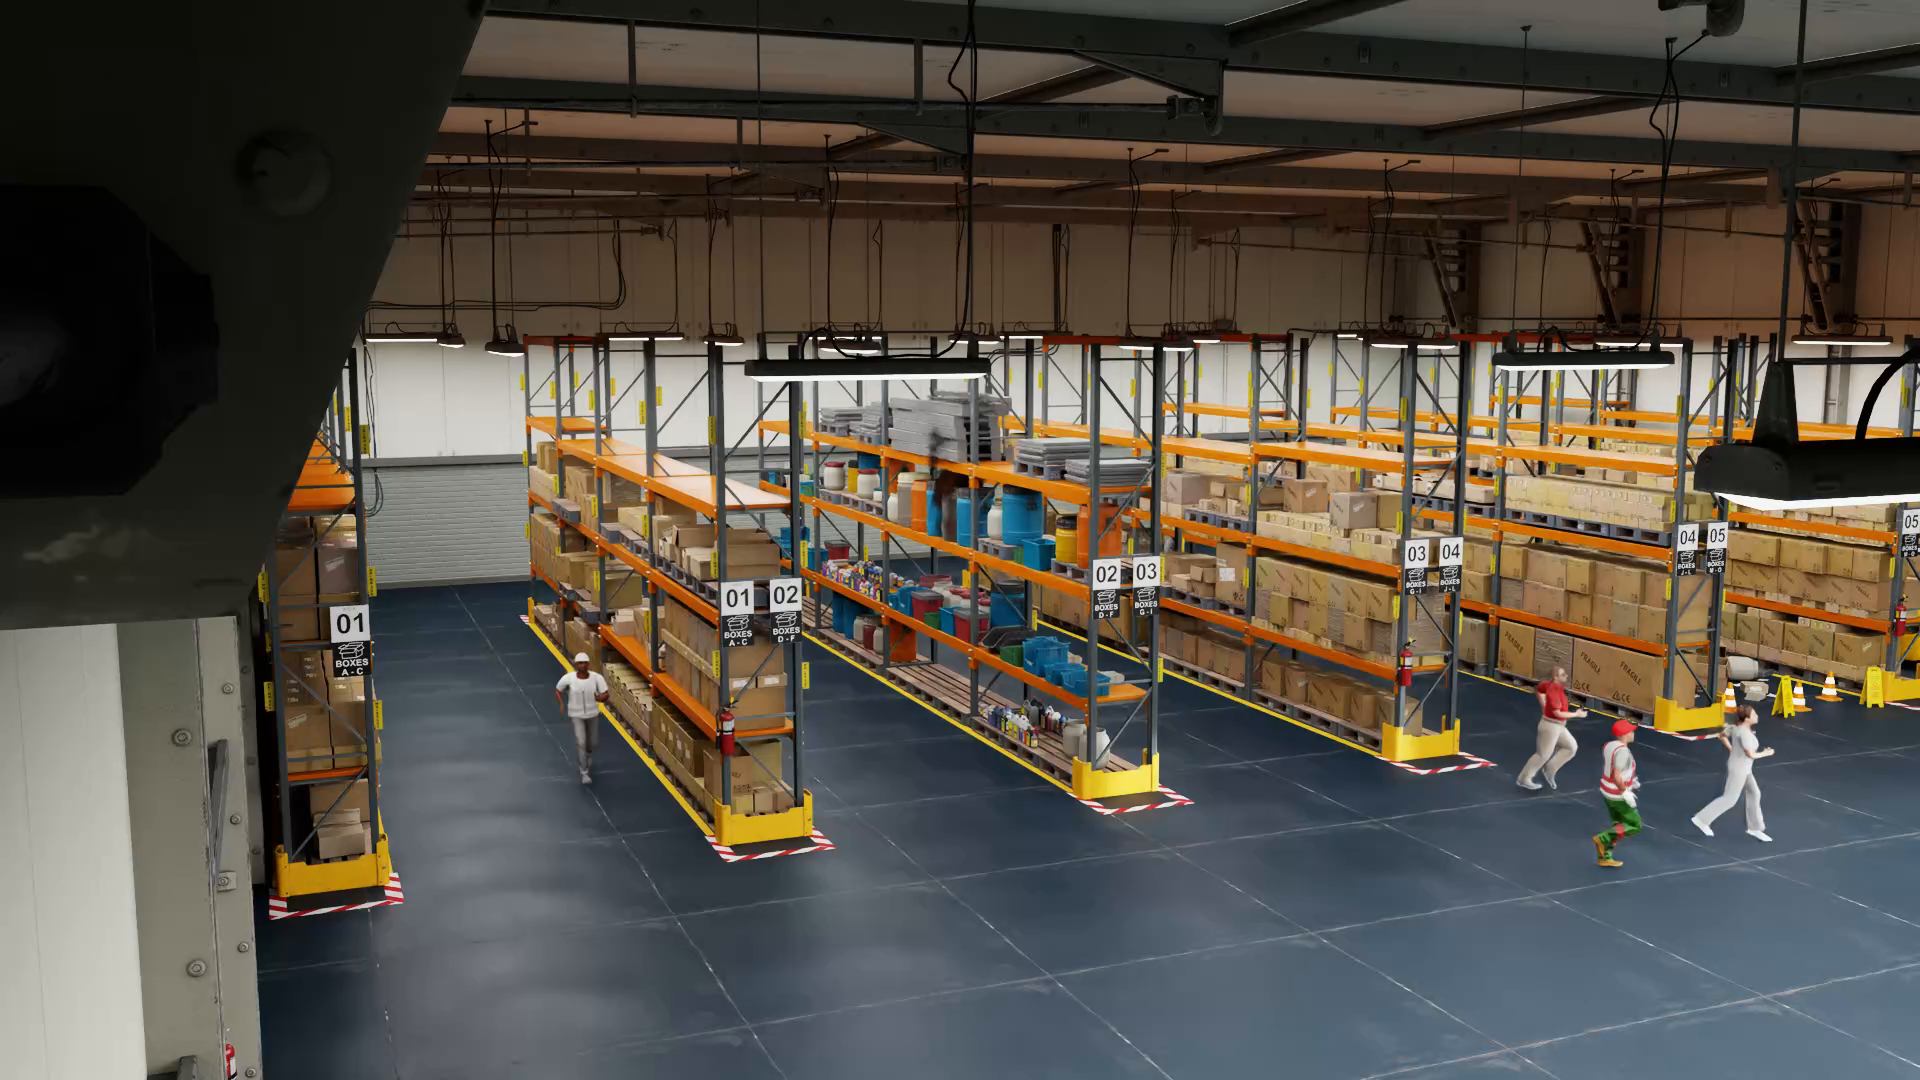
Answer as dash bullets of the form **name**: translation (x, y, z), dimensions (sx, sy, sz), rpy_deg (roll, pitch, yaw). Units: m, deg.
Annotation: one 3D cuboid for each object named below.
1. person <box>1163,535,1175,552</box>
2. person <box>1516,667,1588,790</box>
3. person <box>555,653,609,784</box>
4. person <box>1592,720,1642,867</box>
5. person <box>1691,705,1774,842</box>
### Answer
- **person**: translation (5.264, -0.072, 41.921), dimensions (0.653, 1.686, 0.588), rpy_deg (-5, 9, -32)
- **person**: translation (7.955, 2.525, 22.297), dimensions (0.859, 1.705, 0.679), rpy_deg (3, 8, 23)
- **person**: translation (-5.179, 2.412, 22.893), dimensions (0.710, 1.747, 0.968), rpy_deg (-3, 8, -22)
- **person**: translation (7.613, 2.932, 19.212), dimensions (0.634, 1.733, 0.659), rpy_deg (0, 8, 1)
- **person**: translation (9.409, 2.826, 20.204), dimensions (0.955, 1.695, 0.575), rpy_deg (2, 8, 14)
